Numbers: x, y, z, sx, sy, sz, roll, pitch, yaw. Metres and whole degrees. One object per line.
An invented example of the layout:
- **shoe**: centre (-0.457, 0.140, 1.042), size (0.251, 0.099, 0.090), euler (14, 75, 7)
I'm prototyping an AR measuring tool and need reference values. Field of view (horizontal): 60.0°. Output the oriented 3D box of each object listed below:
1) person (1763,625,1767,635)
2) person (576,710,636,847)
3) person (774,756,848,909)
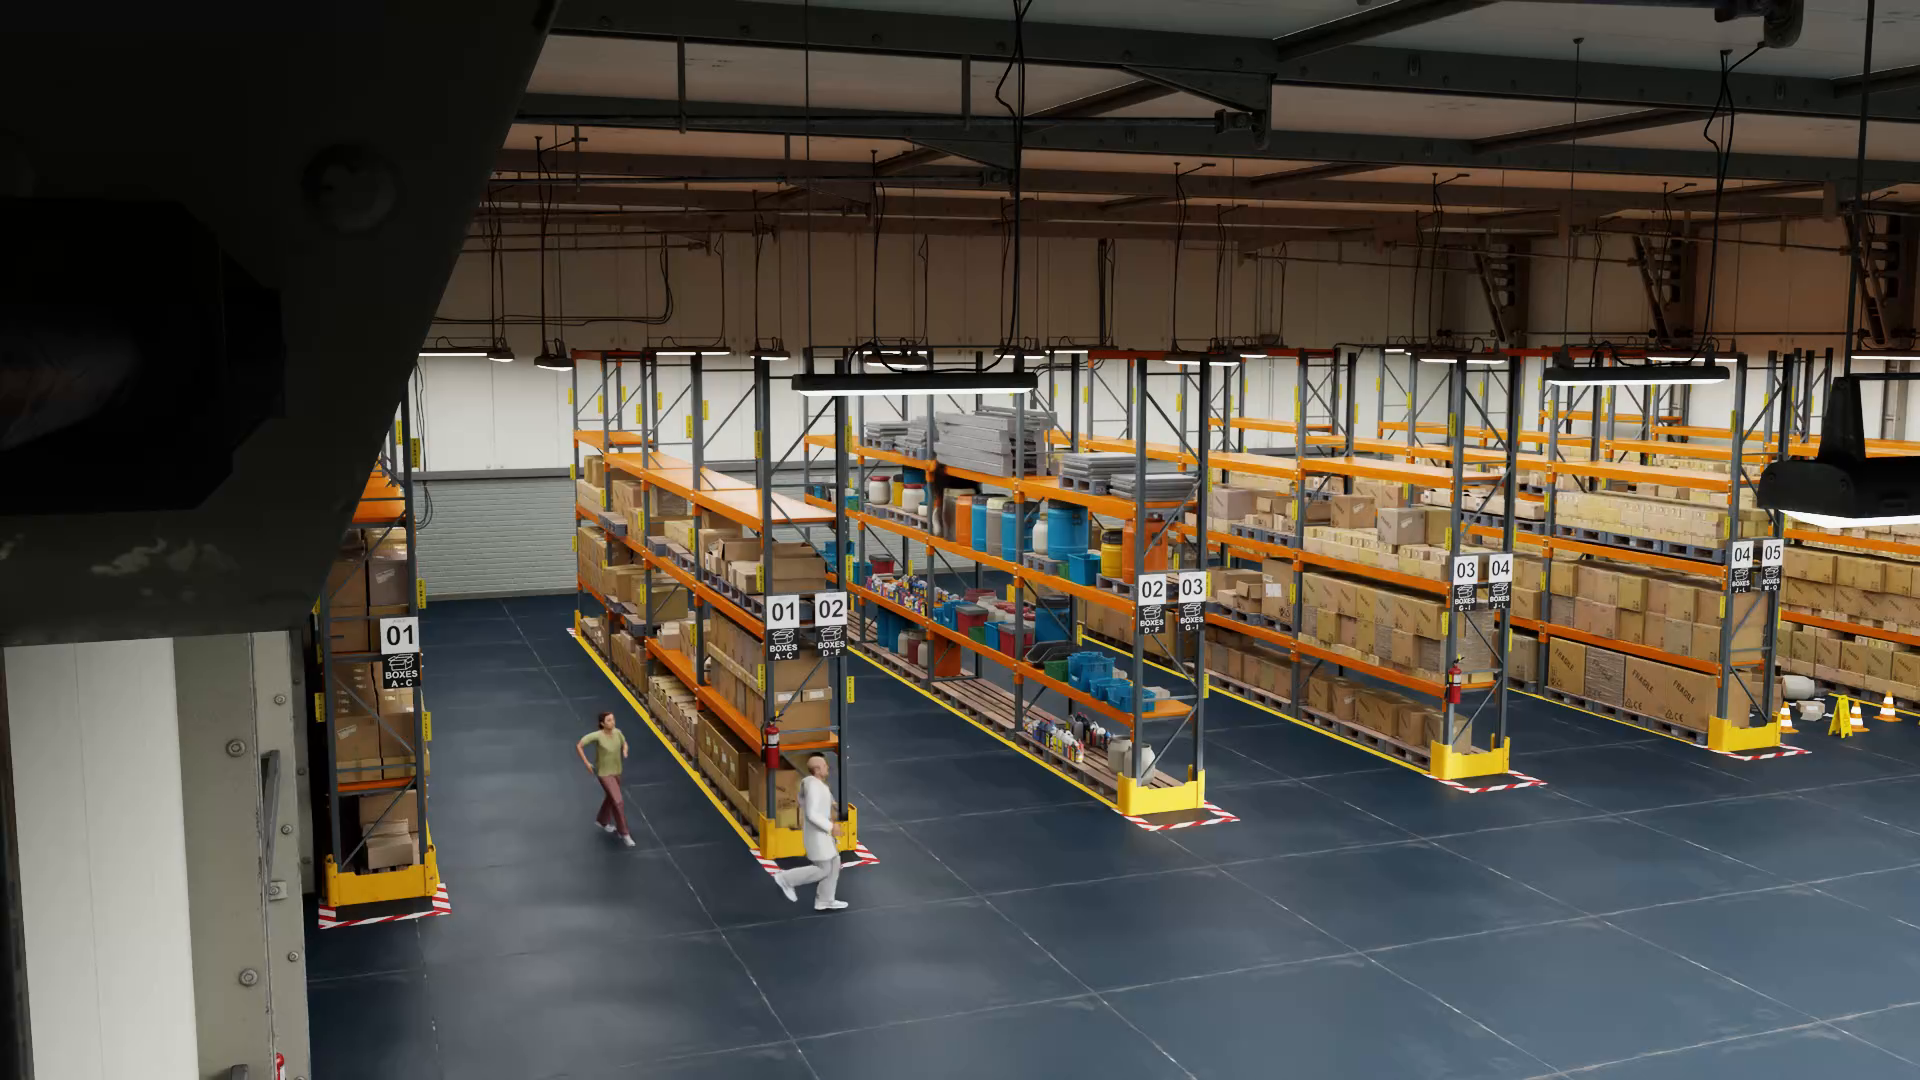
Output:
- **person**: centre (16.289, 1.406, 33.446), size (0.673, 1.577, 1.009), euler (-6, 9, -39)
- **person**: centre (-4.391, 2.943, 20.678), size (0.795, 1.703, 0.658), euler (6, 9, 38)
- **person**: centre (-1.636, 3.221, 18.234), size (0.807, 1.734, 0.721), euler (-1, 7, -6)
